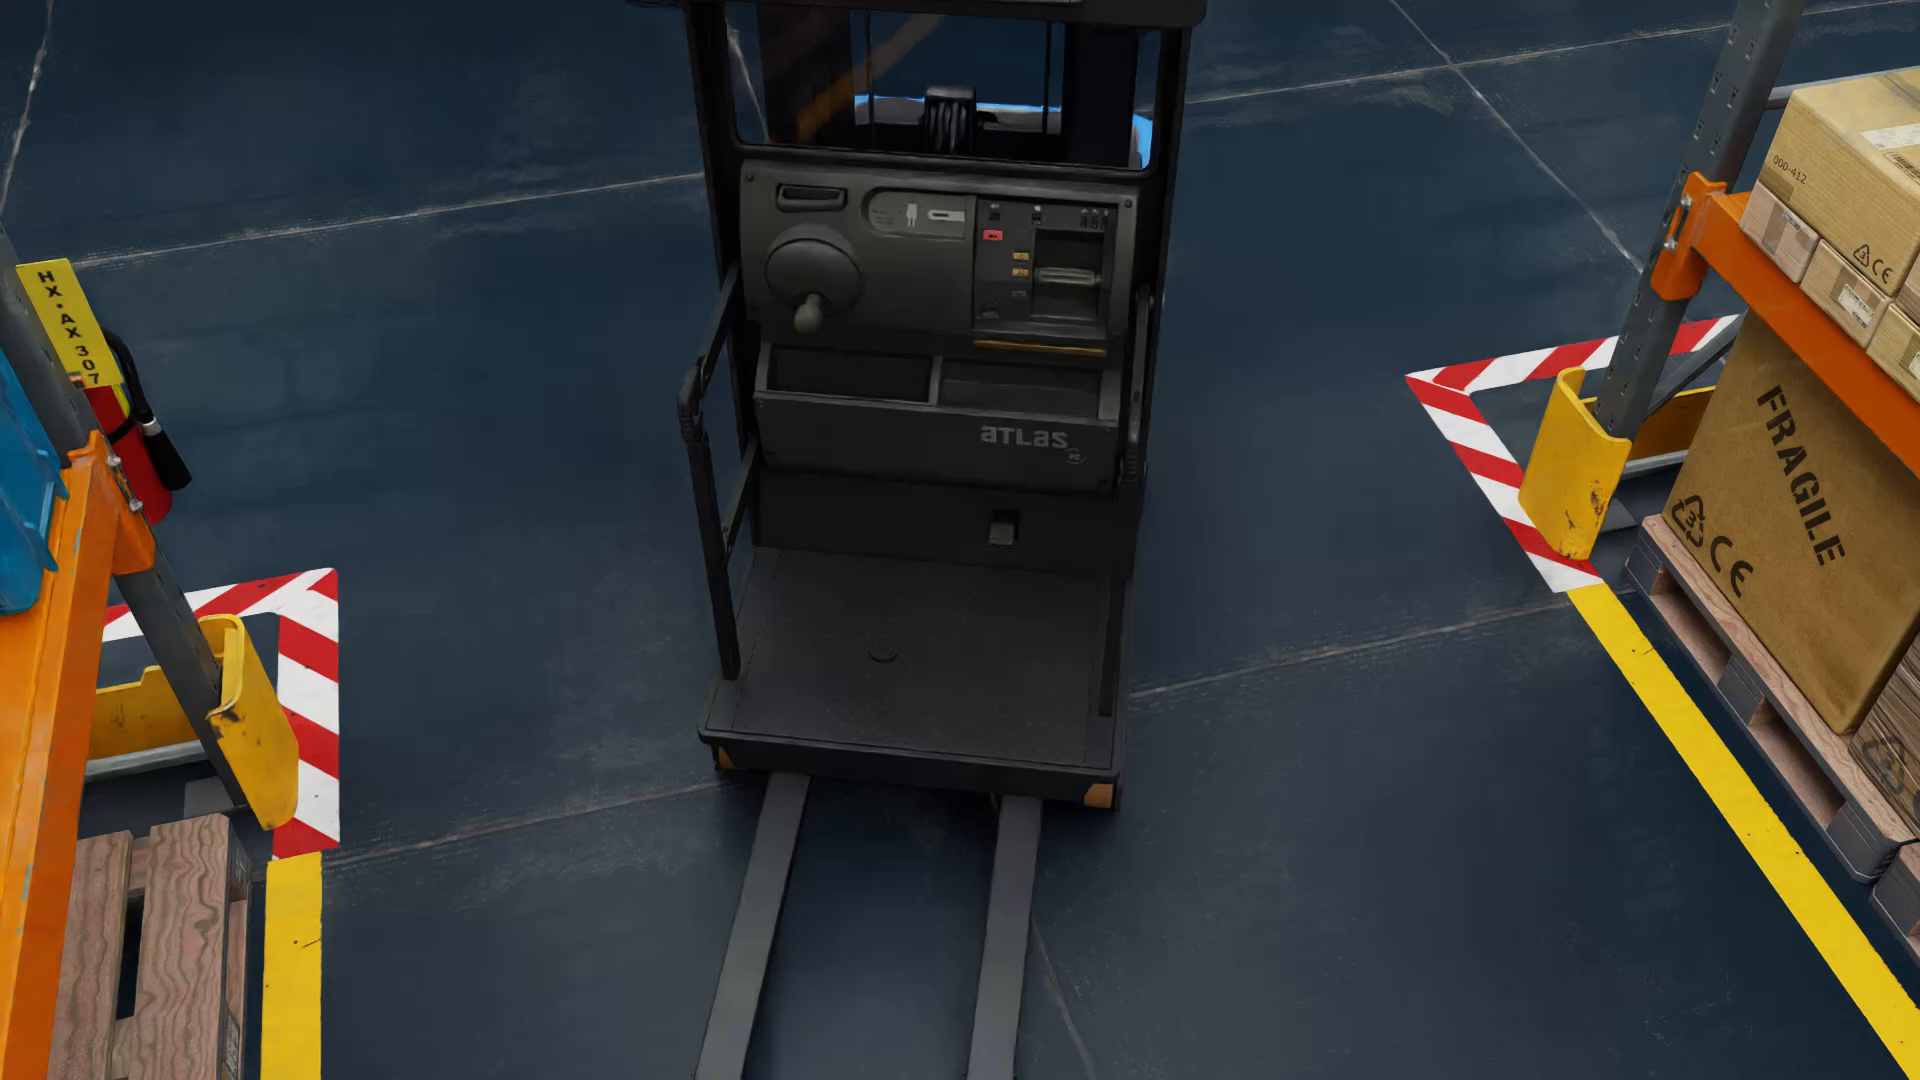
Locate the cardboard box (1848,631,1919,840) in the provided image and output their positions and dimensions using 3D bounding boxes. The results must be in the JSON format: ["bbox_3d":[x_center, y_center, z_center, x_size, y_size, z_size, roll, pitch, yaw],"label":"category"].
[{"bbox_3d":[2.879,0.469,3.884,0.875,0.875,0.875,-11,47,-10],"label":"cardboard box"}]

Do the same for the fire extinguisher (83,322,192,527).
[{"bbox_3d":[-1.983,-0.307,3.766,0.296,0.674,0.183,-11,47,-10],"label":"fire extinguisher"}]

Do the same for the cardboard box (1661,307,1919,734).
[{"bbox_3d":[2.646,-0.159,4.500,0.875,0.875,0.875,-11,47,-10],"label":"cardboard box"}]

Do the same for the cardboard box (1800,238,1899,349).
[{"bbox_3d":[2.244,-0.613,3.926,0.380,0.149,0.250,-11,47,-11],"label":"cardboard box"}]

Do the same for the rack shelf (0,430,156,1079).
[{"bbox_3d":[-1.871,1.355,2.326,1.077,0.370,4.000,-11,47,-10],"label":"rack shelf"}]

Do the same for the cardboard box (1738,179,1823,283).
[{"bbox_3d":[2.176,-0.790,4.100,0.380,0.149,0.250,-10,46,-10],"label":"cardboard box"}]

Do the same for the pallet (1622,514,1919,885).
[{"bbox_3d":[2.685,0.330,4.778,1.003,0.211,1.213,-11,47,-10],"label":"pallet"}]

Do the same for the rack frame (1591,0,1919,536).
[{"bbox_3d":[2.405,-1.183,4.309,1.000,3.000,0.127,-11,47,-10],"label":"rack frame"}]

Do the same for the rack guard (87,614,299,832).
[{"bbox_3d":[-2.402,0.583,4.329,1.175,0.500,0.348,-11,47,-10],"label":"rack guard"}]

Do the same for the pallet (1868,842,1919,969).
[{"bbox_3d":[2.994,1.171,3.954,1.003,0.211,1.213,-11,47,-10],"label":"pallet"}]

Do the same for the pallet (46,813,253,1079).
[{"bbox_3d":[-2.210,1.275,3.853,1.003,0.211,1.213,-11,47,-10],"label":"pallet"}]

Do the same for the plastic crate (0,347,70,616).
[{"bbox_3d":[-2.117,-0.114,3.195,0.616,0.435,0.499,-11,47,-10],"label":"plastic crate"}]

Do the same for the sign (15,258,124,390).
[{"bbox_3d":[-1.856,-0.447,3.473,0.100,0.325,0.005,-11,47,-10],"label":"sign"}]

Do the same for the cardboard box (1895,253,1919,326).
[{"bbox_3d":[2.406,-0.496,3.533,0.500,0.250,0.500,-11,47,-11],"label":"cardboard box"}]

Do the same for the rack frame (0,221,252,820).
[{"bbox_3d":[-2.383,-0.278,3.422,1.000,3.000,0.127,-11,47,-10],"label":"rack frame"}]

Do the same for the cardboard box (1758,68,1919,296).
[{"bbox_3d":[2.266,-0.854,3.884,0.500,0.250,0.500,-12,47,-11],"label":"cardboard box"}]

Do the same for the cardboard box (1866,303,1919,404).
[{"bbox_3d":[2.309,-0.436,3.753,0.380,0.149,0.250,-12,47,-11],"label":"cardboard box"}]

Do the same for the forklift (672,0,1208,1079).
[{"bbox_3d":[-0.080,-0.567,3.754,1.130,2.935,3.031,5,46,5],"label":"forklift"}]

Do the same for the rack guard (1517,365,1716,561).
[{"bbox_3d":[2.398,-0.325,5.218,1.175,0.500,0.348,-11,47,-10],"label":"rack guard"}]

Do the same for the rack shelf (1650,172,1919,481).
[{"bbox_3d":[2.917,0.449,3.213,1.077,0.370,4.000,-11,47,-10],"label":"rack shelf"}]
